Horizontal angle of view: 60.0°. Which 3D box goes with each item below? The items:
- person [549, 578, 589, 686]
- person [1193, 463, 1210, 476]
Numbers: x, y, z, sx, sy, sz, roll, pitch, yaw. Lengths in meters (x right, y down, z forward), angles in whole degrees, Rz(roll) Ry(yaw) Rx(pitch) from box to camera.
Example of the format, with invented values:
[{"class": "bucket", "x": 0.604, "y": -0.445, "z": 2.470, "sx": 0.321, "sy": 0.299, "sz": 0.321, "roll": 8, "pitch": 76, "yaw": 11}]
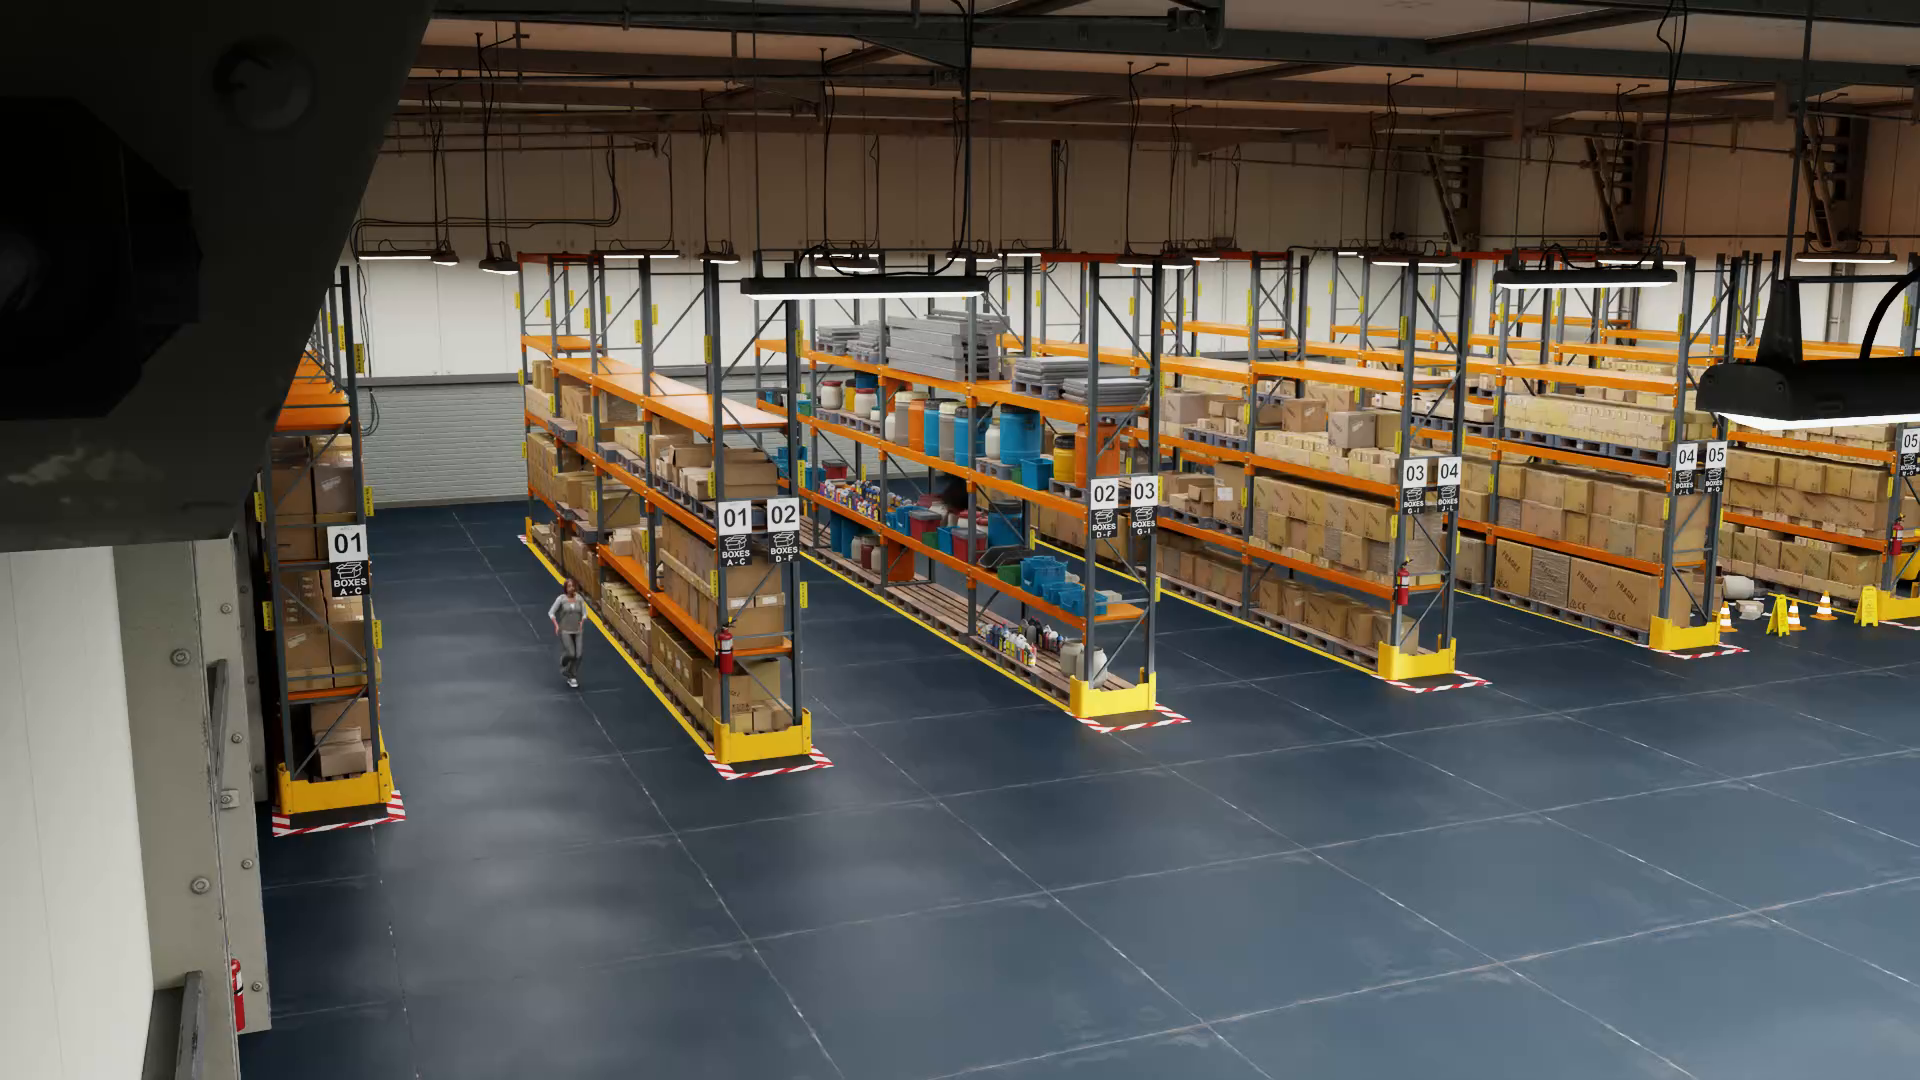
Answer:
[{"class": "person", "x": -5.498, "y": 1.317, "z": 23.537, "sx": 0.531, "sy": 1.557, "sz": 0.539, "roll": -6, "pitch": 12, "yaw": -29}, {"class": "person", "x": 6.038, "y": -2.002, "z": 41.398, "sx": 0.784, "sy": 1.695, "sz": 0.634, "roll": 4, "pitch": 11, "yaw": 23}]
